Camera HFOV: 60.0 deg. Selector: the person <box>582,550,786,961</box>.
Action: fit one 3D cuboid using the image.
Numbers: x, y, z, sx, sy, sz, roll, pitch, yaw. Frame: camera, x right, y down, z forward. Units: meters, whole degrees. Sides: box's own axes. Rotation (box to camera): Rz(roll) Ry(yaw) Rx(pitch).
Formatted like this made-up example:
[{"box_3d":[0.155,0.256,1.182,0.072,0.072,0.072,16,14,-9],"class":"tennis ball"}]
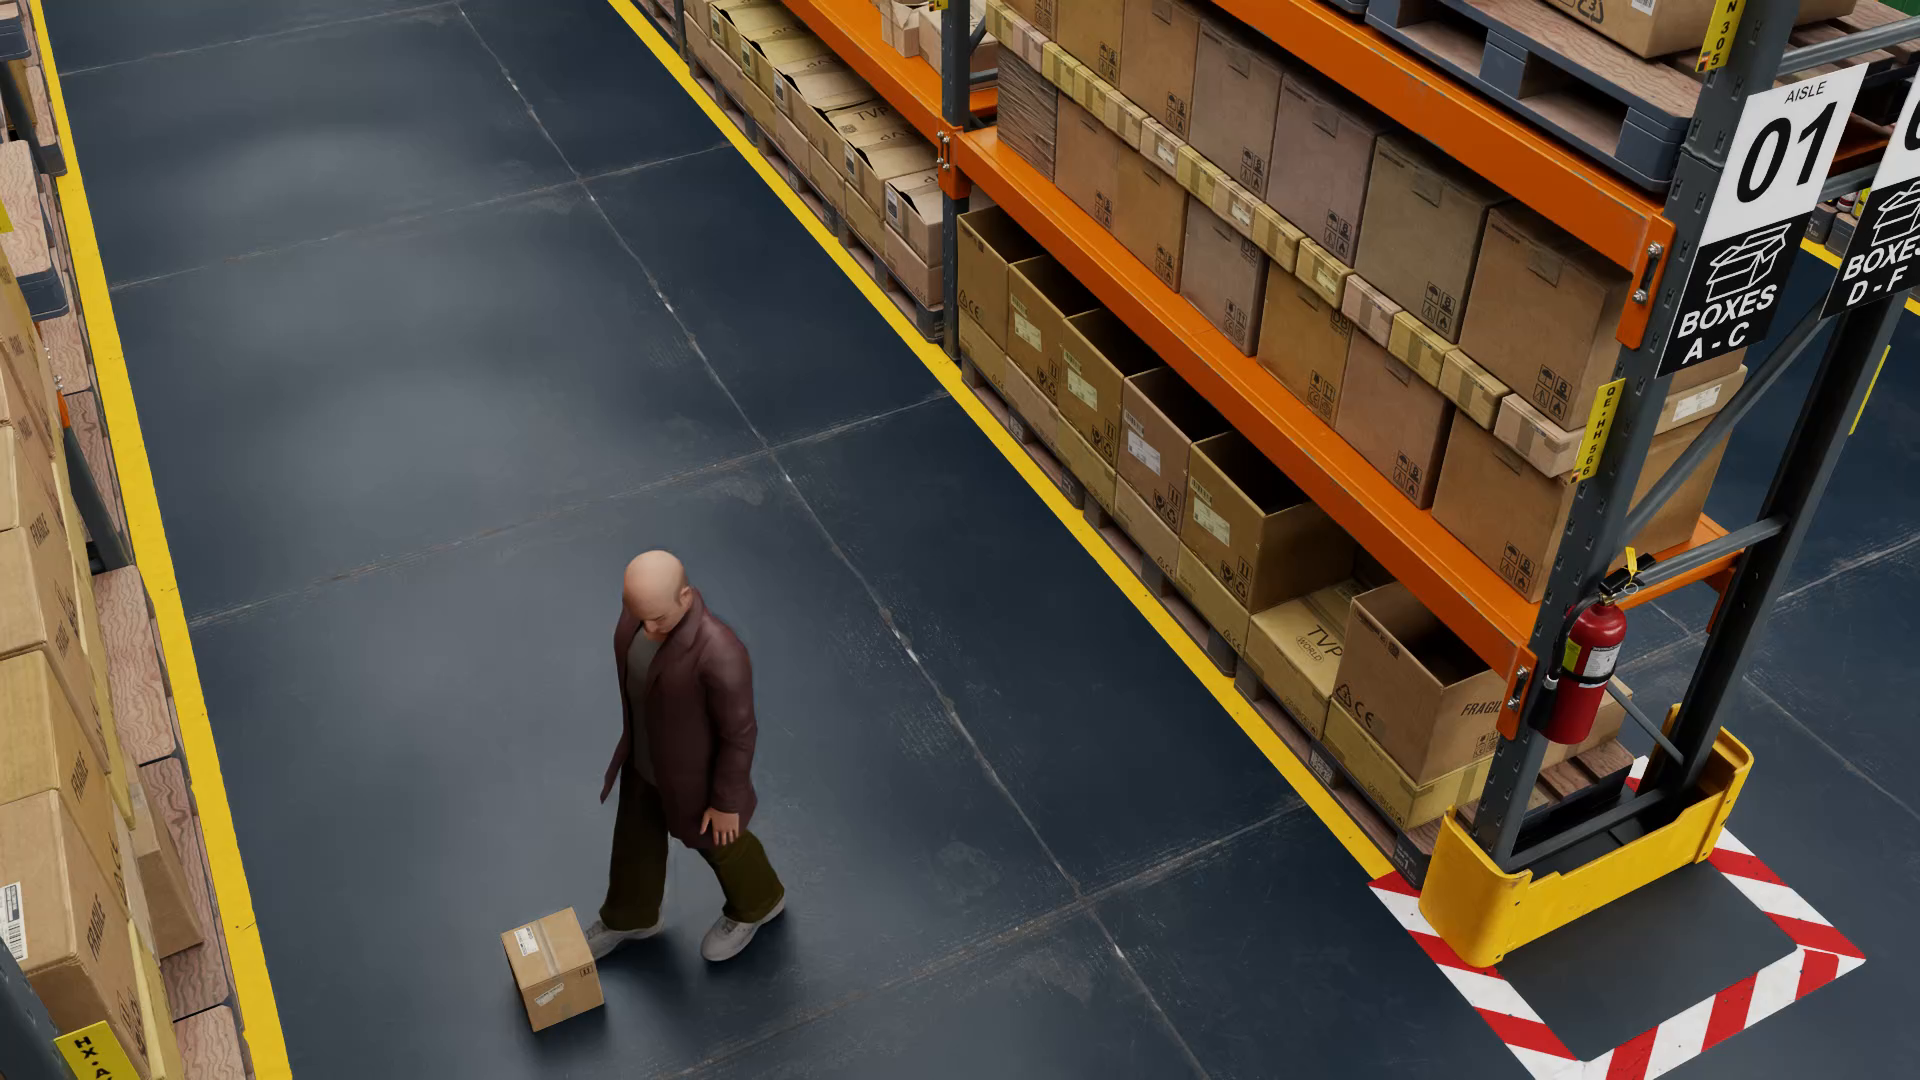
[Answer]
[{"box_3d":[-0.957,0.751,5.270,0.739,1.764,0.631,-31,50,-31],"class":"person"}]
